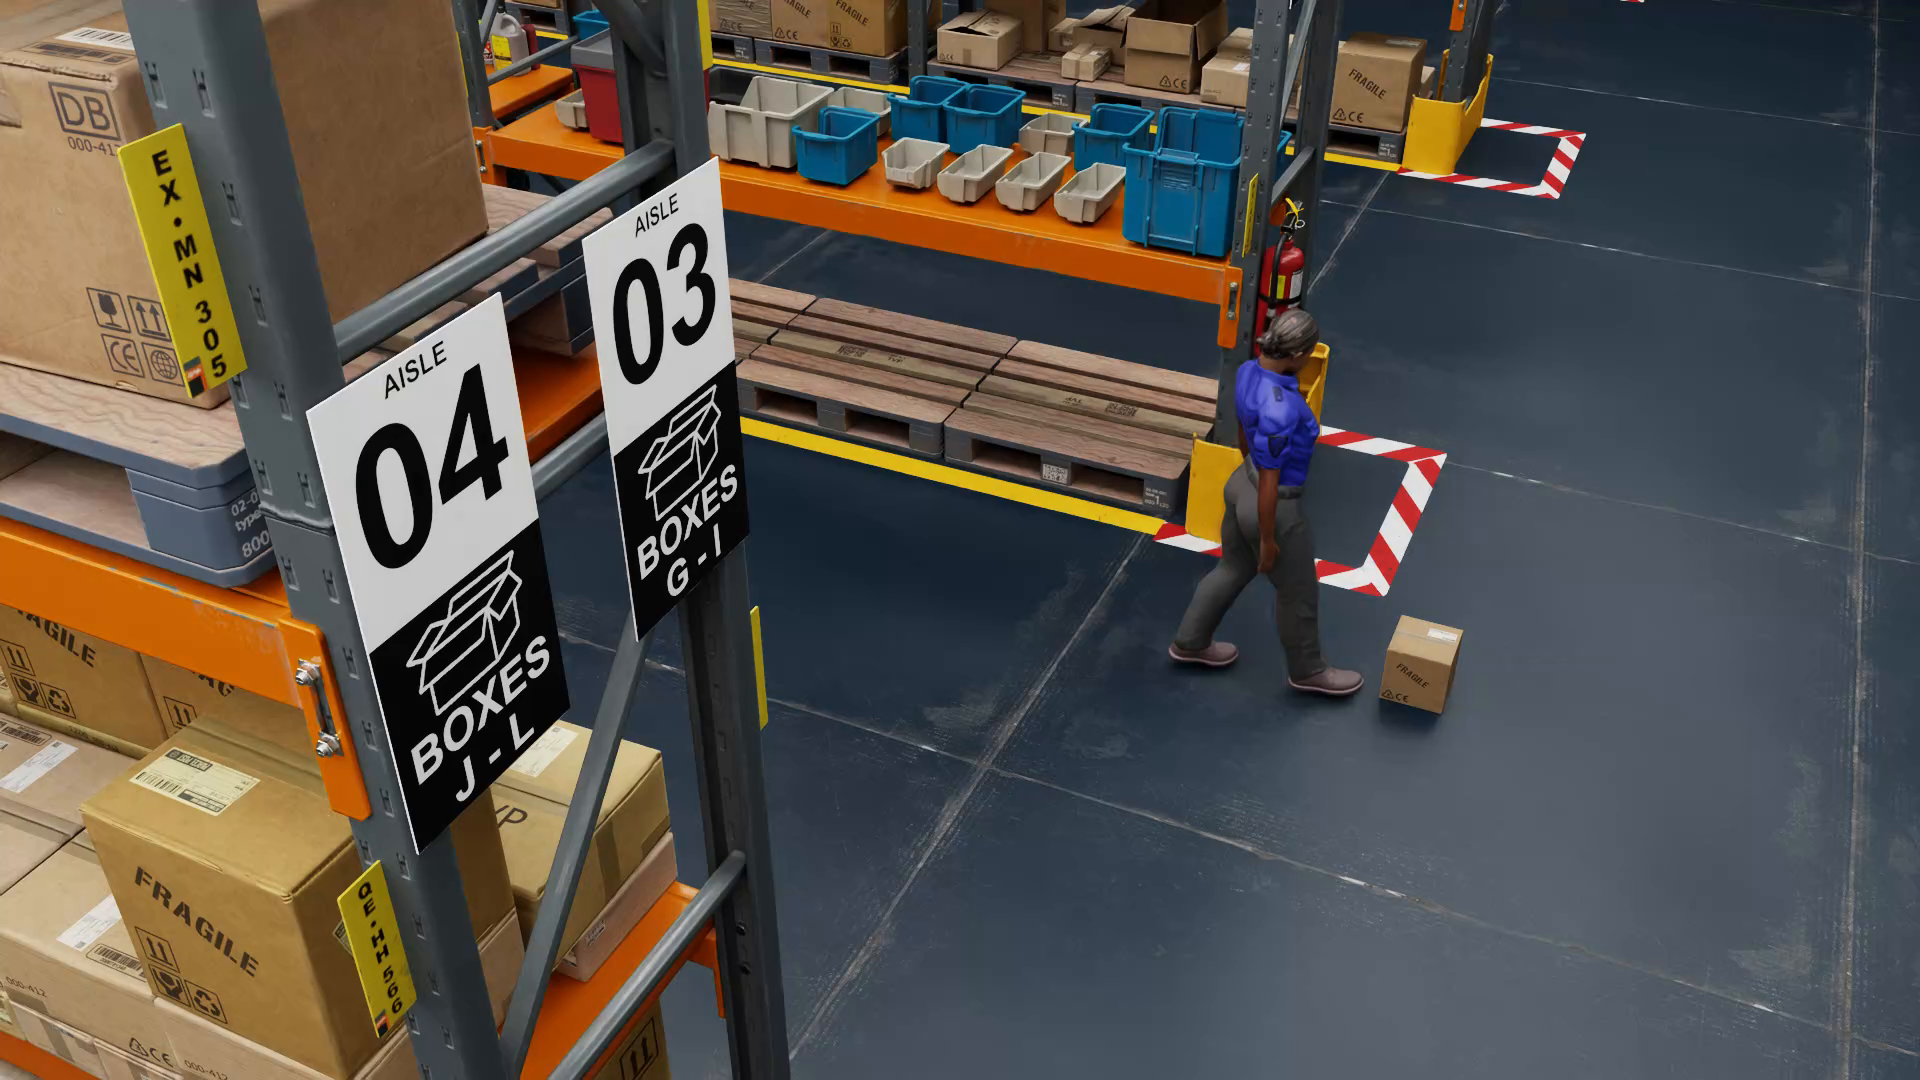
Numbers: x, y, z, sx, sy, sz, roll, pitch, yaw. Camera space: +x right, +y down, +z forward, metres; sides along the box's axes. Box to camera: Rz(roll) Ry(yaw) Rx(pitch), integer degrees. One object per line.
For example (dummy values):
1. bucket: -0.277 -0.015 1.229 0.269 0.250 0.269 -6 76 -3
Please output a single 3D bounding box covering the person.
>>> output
1. person: 1.233 -0.136 6.346 0.744 1.614 0.495 -3 34 -5
